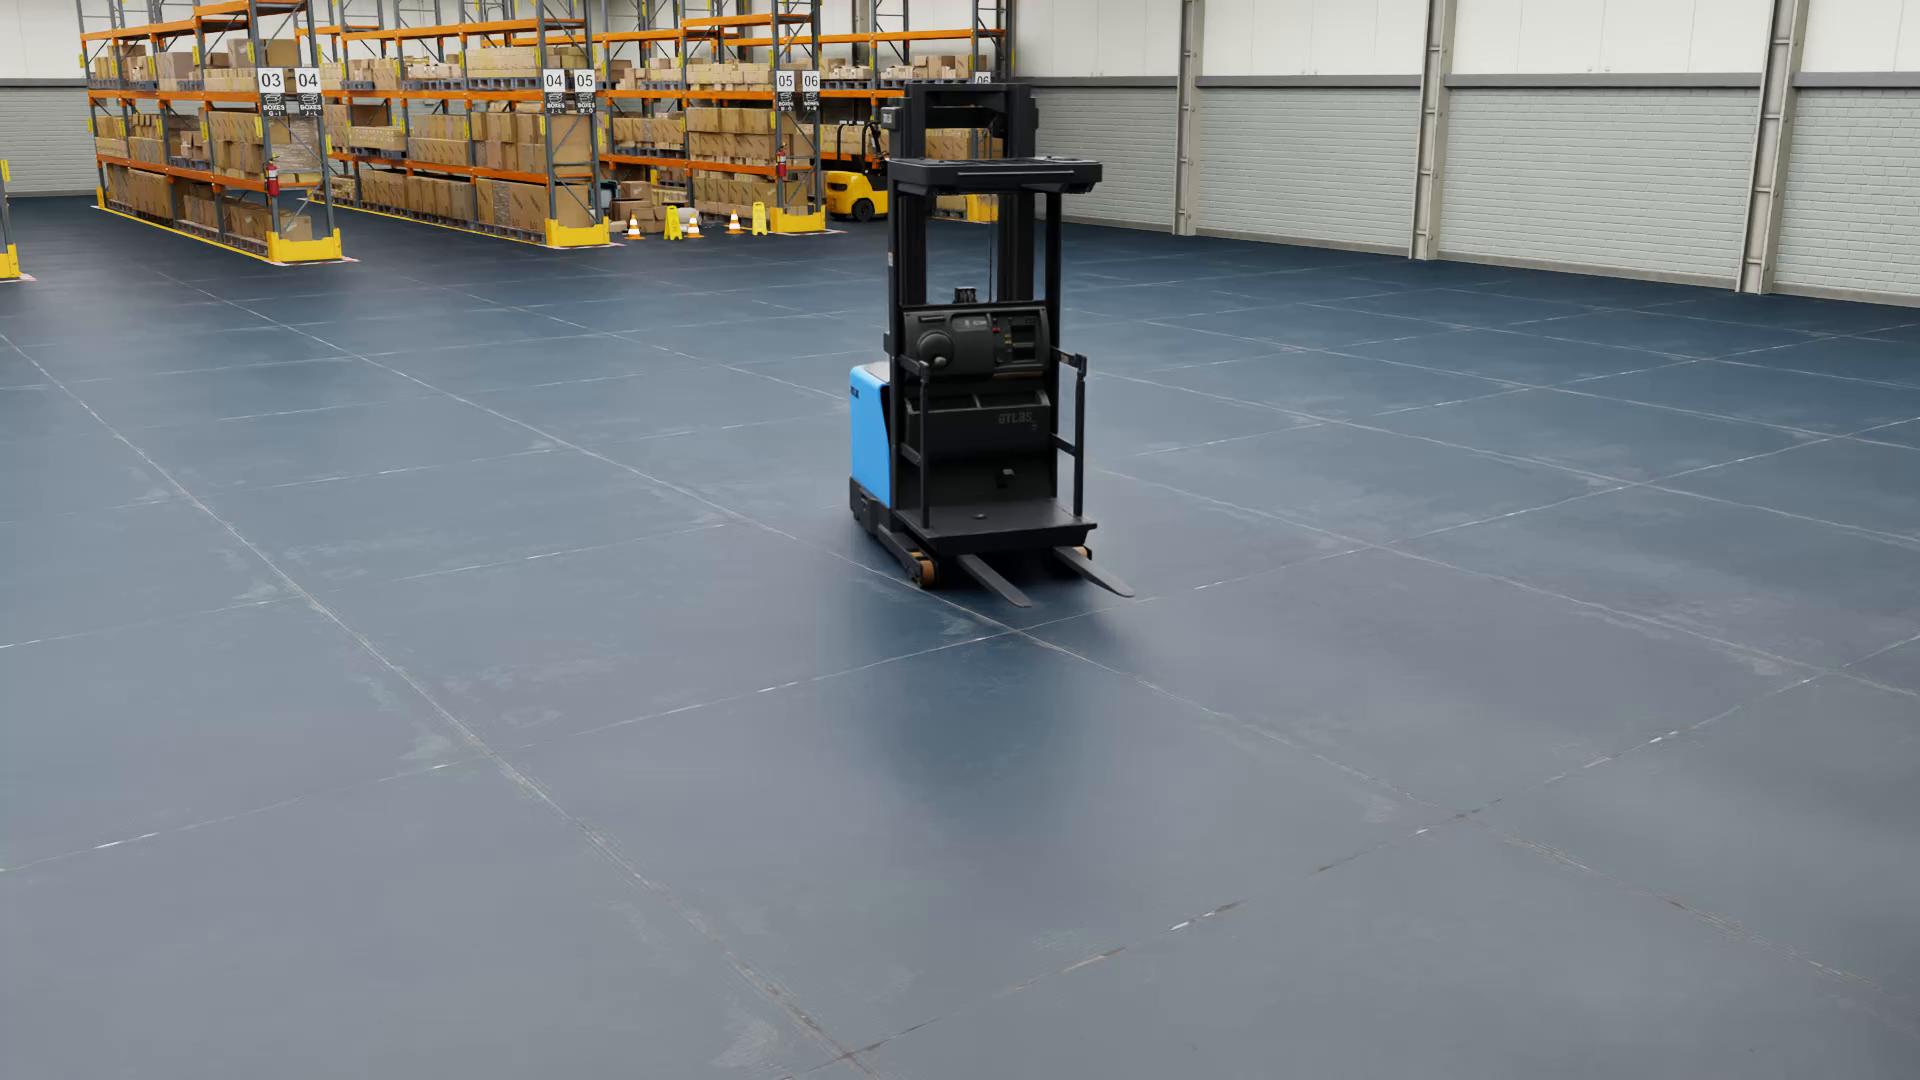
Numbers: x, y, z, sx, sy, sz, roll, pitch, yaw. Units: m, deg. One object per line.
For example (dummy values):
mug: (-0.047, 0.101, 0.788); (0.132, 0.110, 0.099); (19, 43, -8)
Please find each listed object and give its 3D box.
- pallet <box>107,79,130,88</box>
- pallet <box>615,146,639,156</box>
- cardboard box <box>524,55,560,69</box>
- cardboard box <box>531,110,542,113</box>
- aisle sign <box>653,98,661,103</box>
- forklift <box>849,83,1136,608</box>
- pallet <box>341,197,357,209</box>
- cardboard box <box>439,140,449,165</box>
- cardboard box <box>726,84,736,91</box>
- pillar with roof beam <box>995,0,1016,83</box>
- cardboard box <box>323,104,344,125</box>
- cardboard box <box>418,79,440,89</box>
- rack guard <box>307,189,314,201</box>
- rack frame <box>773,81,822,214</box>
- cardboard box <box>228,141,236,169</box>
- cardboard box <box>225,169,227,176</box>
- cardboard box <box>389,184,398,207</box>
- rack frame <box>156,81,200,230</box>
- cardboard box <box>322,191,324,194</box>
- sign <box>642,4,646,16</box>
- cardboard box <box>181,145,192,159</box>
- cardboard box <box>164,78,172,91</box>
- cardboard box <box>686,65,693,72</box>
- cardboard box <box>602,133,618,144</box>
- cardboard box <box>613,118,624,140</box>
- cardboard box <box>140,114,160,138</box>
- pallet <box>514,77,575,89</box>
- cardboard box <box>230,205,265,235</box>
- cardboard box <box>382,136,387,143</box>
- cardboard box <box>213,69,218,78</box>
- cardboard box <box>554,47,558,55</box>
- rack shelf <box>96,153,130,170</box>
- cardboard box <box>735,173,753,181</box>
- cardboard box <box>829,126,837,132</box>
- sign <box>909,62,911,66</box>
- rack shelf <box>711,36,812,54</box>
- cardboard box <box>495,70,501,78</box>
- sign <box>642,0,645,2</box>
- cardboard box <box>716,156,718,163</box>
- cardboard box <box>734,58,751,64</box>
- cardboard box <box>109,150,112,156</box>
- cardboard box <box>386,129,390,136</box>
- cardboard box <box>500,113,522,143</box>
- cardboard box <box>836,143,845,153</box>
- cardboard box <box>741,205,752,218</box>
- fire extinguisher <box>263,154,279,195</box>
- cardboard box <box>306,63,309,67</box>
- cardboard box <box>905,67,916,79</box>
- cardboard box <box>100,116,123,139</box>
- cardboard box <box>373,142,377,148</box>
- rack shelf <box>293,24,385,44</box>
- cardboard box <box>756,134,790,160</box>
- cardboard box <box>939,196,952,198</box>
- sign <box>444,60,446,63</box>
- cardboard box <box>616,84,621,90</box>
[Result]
pallet: (-18.859, -10.456, 38.083); (1.003, 0.211, 1.213); (-11, 19, -35)
pallet: (-7.513, -9.332, 39.853); (1.213, 0.211, 1.003); (-11, 19, -35)
cardboard box: (-7.773, -8.892, 30.935); (0.500, 0.250, 0.500); (-11, 19, -34)
cardboard box: (-10.871, -11.002, 43.510); (0.500, 0.500, 0.500); (-11, 19, -35)
aisle sign: (-8.987, -13.262, 48.926); (0.394, 0.787, 0.004); (-11, 19, -35)
forklift: (0.175, -1.247, 10.079); (1.130, 2.935, 3.031); (-5, 16, -18)
pallet: (-14.738, -8.417, 41.430); (1.003, 0.211, 1.213); (-11, 19, -35)
cardboard box: (-10.728, -8.250, 35.347); (0.500, 0.500, 0.500); (-11, 19, -34)
cardboard box: (-4.690, -9.531, 35.011); (0.380, 0.149, 0.250); (-11, 19, -35)
pillar with roof beam: (-2.464, -11.137, 34.720); (9.100, 9.000, 0.400); (-11, 19, -35)
cardboard box: (-15.725, -10.686, 41.789); (0.500, 0.500, 0.500); (-12, 19, -36)
cardboard box: (-12.083, -10.428, 37.624); (0.500, 0.500, 0.500); (-11, 19, -35)
rack guard: (-16.622, -9.256, 43.949); (1.175, 0.500, 0.348); (-11, 19, -35)
rack frame: (-3.314, -7.852, 34.081); (1.000, 3.000, 0.127); (-11, 19, -35)
cardboard box: (-12.827, -7.050, 30.400); (0.875, 0.500, 0.500); (-11, 19, -35)
cardboard box: (-13.339, -6.797, 30.705); (0.380, 0.149, 0.250); (-11, 19, -35)
cardboard box: (-12.863, -7.978, 38.484); (0.500, 0.500, 0.500); (-10, 18, -32)
rack frame: (-16.034, -8.022, 34.703); (1.000, 3.000, 0.127); (-11, 19, -35)
cardboard box: (-16.184, -8.977, 42.800); (0.380, 0.149, 0.250); (-11, 19, -34)
sign: (-9.148, -15.338, 48.149); (0.100, 0.325, 0.005); (-11, 19, -35)
cardboard box: (-15.235, -7.758, 33.229); (0.500, 0.250, 0.500); (-12, 19, -36)
cardboard box: (-15.662, -9.147, 33.415); (0.500, 0.250, 0.500); (-10, 18, -33)
cardboard box: (-5.745, -10.298, 36.303); (0.380, 0.149, 0.250); (-11, 19, -36)
cardboard box: (-8.508, -9.793, 40.510); (0.500, 0.250, 0.500); (-11, 19, -35)
cardboard box: (-7.941, -9.822, 39.733); (0.500, 0.500, 0.500); (-12, 19, -36)
cardboard box: (-17.610, -9.124, 36.642); (0.797, 0.503, 0.637); (-11, 19, -34)
pallet: (-7.704, -8.623, 31.384); (1.003, 0.211, 1.213); (-11, 19, -35)
cardboard box: (-13.479, -6.073, 31.522); (0.500, 0.500, 0.500); (-12, 19, -36)
cardboard box: (-12.937, -9.142, 37.914); (0.380, 0.149, 0.250); (-10, 18, -33)
cardboard box: (-13.386, -8.509, 30.331); (0.380, 0.149, 0.250); (-11, 19, -34)
cardboard box: (-7.495, -9.252, 31.495); (0.380, 0.149, 0.250); (-11, 19, -35)
rack shelf: (-19.562, -8.956, 39.479); (1.077, 0.370, 4.000); (-11, 19, -35)
cardboard box: (-4.565, -7.712, 35.334); (0.380, 0.149, 0.250); (-10, 18, -32)
cardboard box: (-3.028, -10.189, 41.205); (0.380, 0.149, 0.250); (-11, 19, -36)
sign: (-1.205, -11.298, 39.861); (0.100, 0.325, 0.005); (-11, 19, -35)
rack shelf: (-5.181, -13.112, 44.057); (1.077, 0.370, 4.000); (-11, 19, -35)
cardboard box: (-8.777, -9.037, 32.221); (0.380, 0.149, 0.250); (-11, 19, -34)
sign: (-7.585, -13.029, 39.712); (0.100, 0.325, 0.005); (-11, 19, -35)
cardboard box: (-5.070, -8.259, 36.047); (0.380, 0.149, 0.250); (-11, 19, -35)
cardboard box: (-5.940, -12.999, 45.349); (0.396, 0.266, 0.258); (-11, 19, -35)
cardboard box: (-19.891, -9.154, 39.314); (0.380, 0.149, 0.250); (-11, 19, -36)
cardboard box: (-12.768, -9.226, 37.656); (0.380, 0.149, 0.250); (-11, 19, -35)
cardboard box: (-8.480, -8.077, 32.575); (0.875, 0.550, 0.500); (-11, 19, -35)
cardboard box: (-2.729, -9.689, 41.078); (0.500, 0.250, 0.500); (-11, 19, -34)
cardboard box: (-4.305, -6.971, 35.276); (0.500, 0.250, 0.500); (-11, 19, -34)
fire extinguisher: (-11.636, -6.180, 28.121); (0.296, 0.674, 0.183); (-11, 19, -35)
cardboard box: (-16.424, -12.055, 42.339); (0.380, 0.149, 0.250); (-11, 19, -35)
cardboard box: (-1.026, -10.746, 38.243); (0.396, 0.266, 0.258); (-11, 19, -36)
cardboard box: (-20.071, -9.802, 39.507); (0.500, 0.500, 0.500); (-11, 19, -36)
cardboard box: (-13.374, -9.160, 38.542); (0.380, 0.149, 0.250); (-10, 18, -33)
rack shelf: (-15.491, -12.596, 41.421); (1.077, 0.370, 4.000); (-11, 19, -35)
cardboard box: (-3.856, -8.116, 34.296); (0.500, 0.500, 0.500); (-11, 19, -36)
cardboard box: (-0.127, -7.905, 37.741); (0.500, 0.250, 0.500); (-11, 19, -35)
sign: (-11.509, -10.589, 37.270); (0.100, 0.325, 0.005); (-11, 19, -35)
cardboard box: (-7.970, -10.792, 39.618); (0.380, 0.149, 0.250); (-11, 19, -35)
